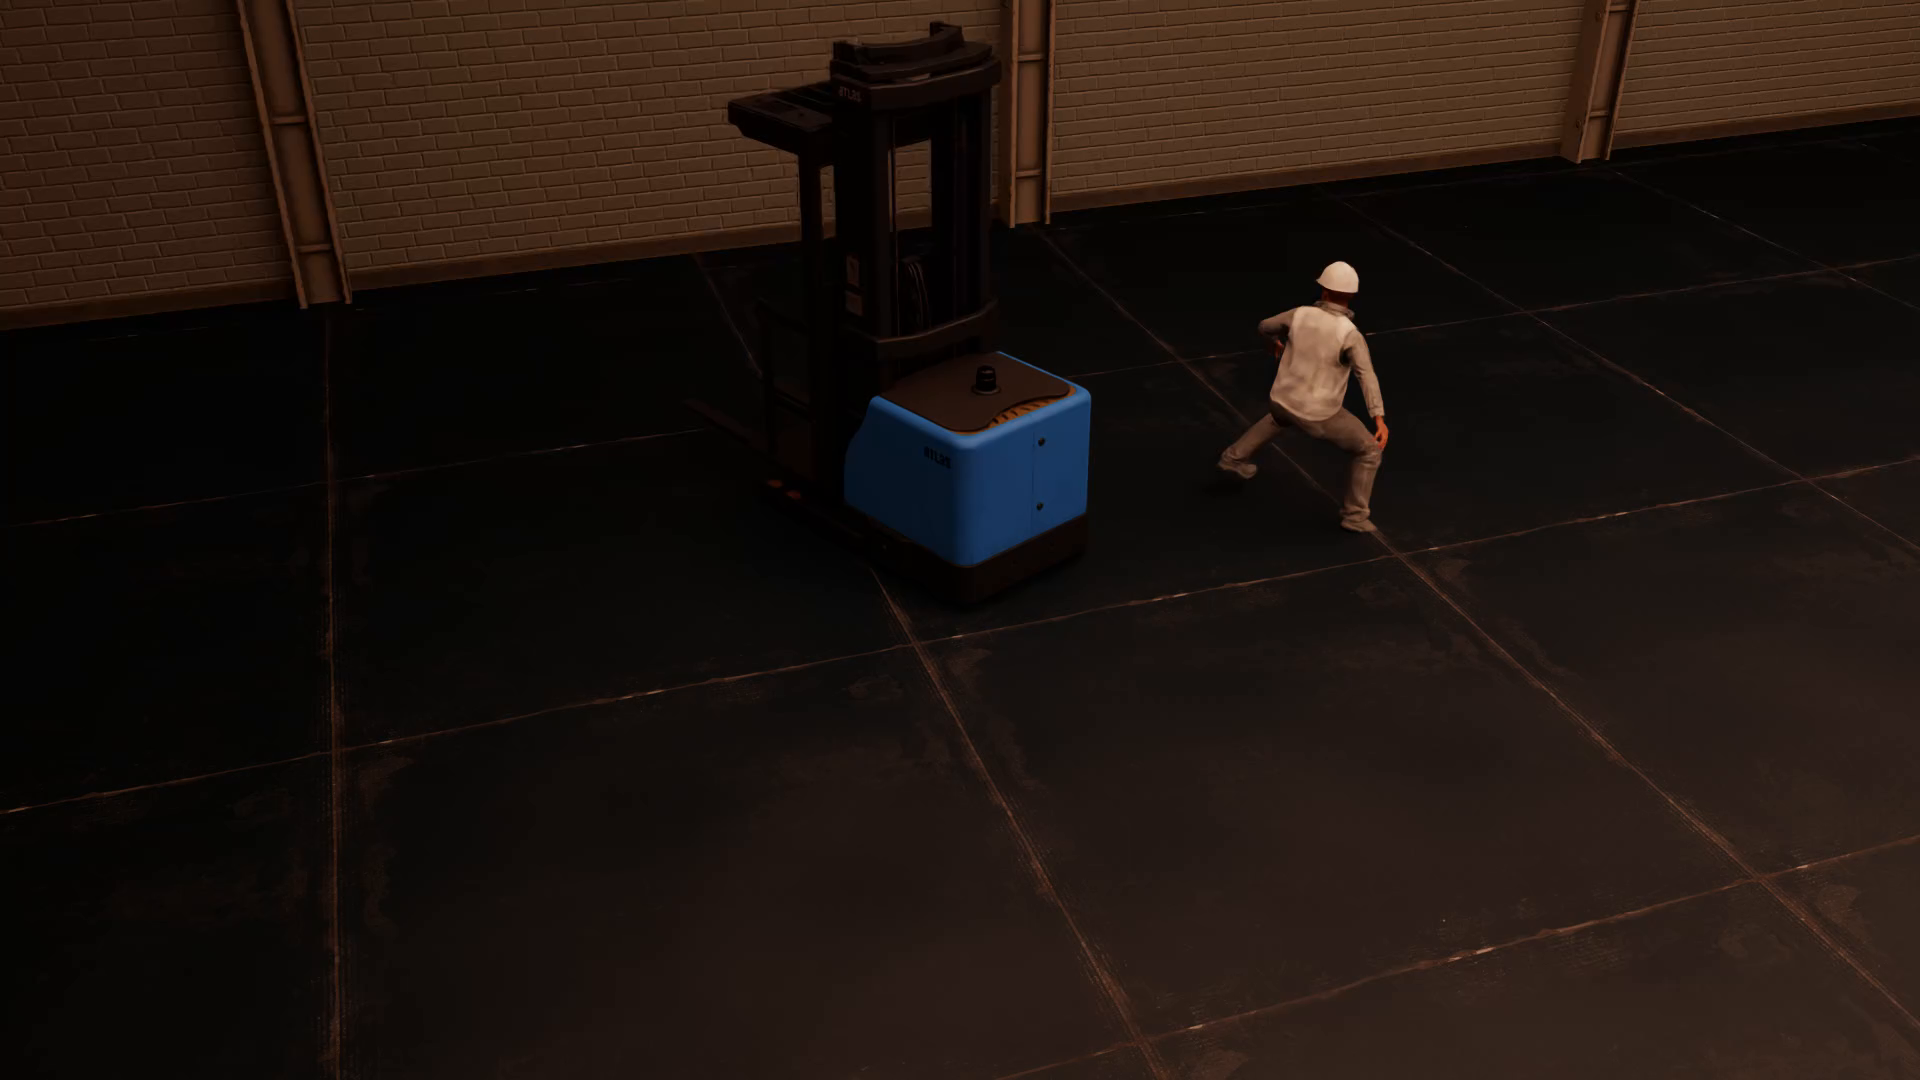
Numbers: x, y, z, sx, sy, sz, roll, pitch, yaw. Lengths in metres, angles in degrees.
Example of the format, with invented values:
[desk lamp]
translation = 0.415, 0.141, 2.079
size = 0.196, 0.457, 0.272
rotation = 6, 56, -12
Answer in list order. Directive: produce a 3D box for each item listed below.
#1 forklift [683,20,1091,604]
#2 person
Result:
[forklift]
translation = -0.607, -1.564, 9.806
size = 1.130, 2.935, 3.031
rotation = -24, 38, -36
[person]
translation = 2.167, -0.835, 9.934
size = 0.526, 1.679, 1.162
rotation = -22, 36, -33
